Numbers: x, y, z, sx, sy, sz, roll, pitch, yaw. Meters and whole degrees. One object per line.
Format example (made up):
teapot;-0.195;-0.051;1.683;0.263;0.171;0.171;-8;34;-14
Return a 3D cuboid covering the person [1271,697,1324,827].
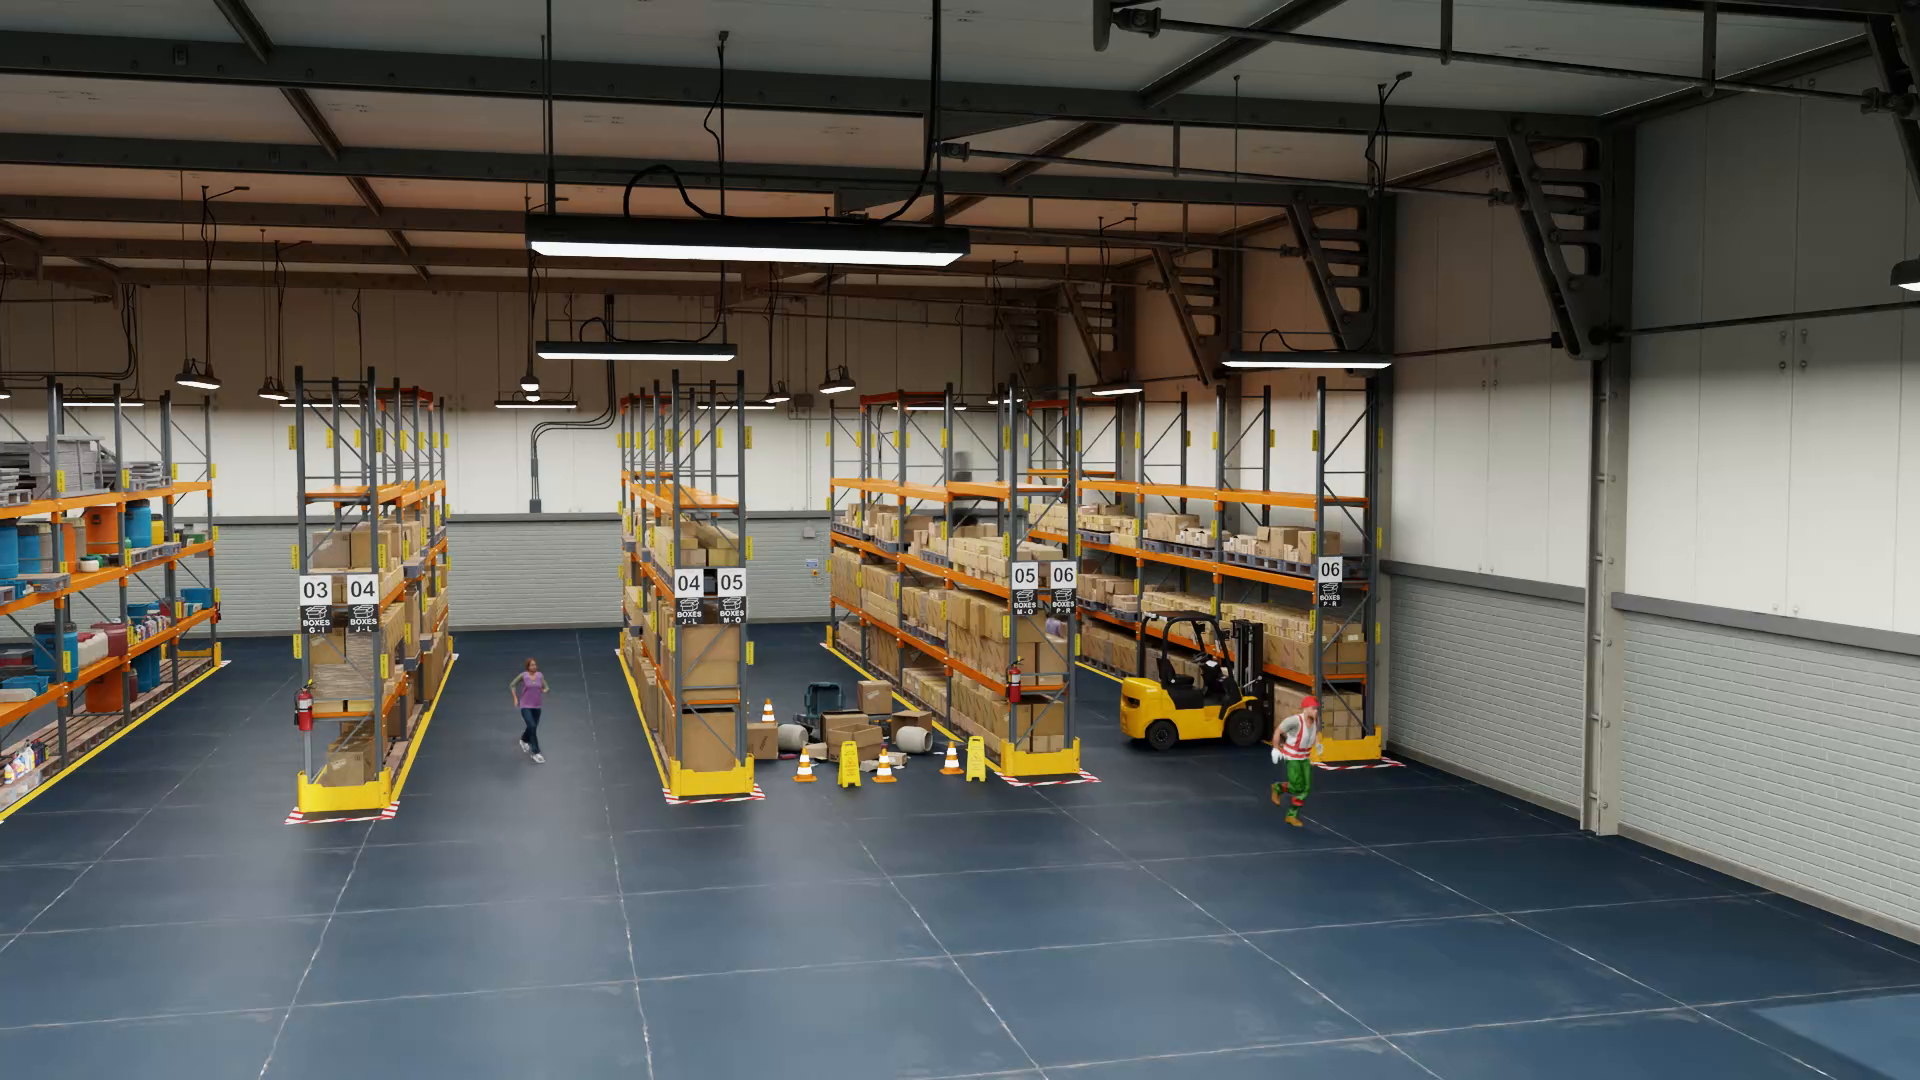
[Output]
person;4.395;2.868;21.735;0.654;1.711;0.775;-3;4;-37

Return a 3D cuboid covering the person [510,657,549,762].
person;-6.714;2.624;26.001;0.529;1.596;0.884;-3;4;-39

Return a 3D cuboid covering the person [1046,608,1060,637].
person;1.764;2.180;33.599;0.577;1.608;0.719;-2;4;-25
